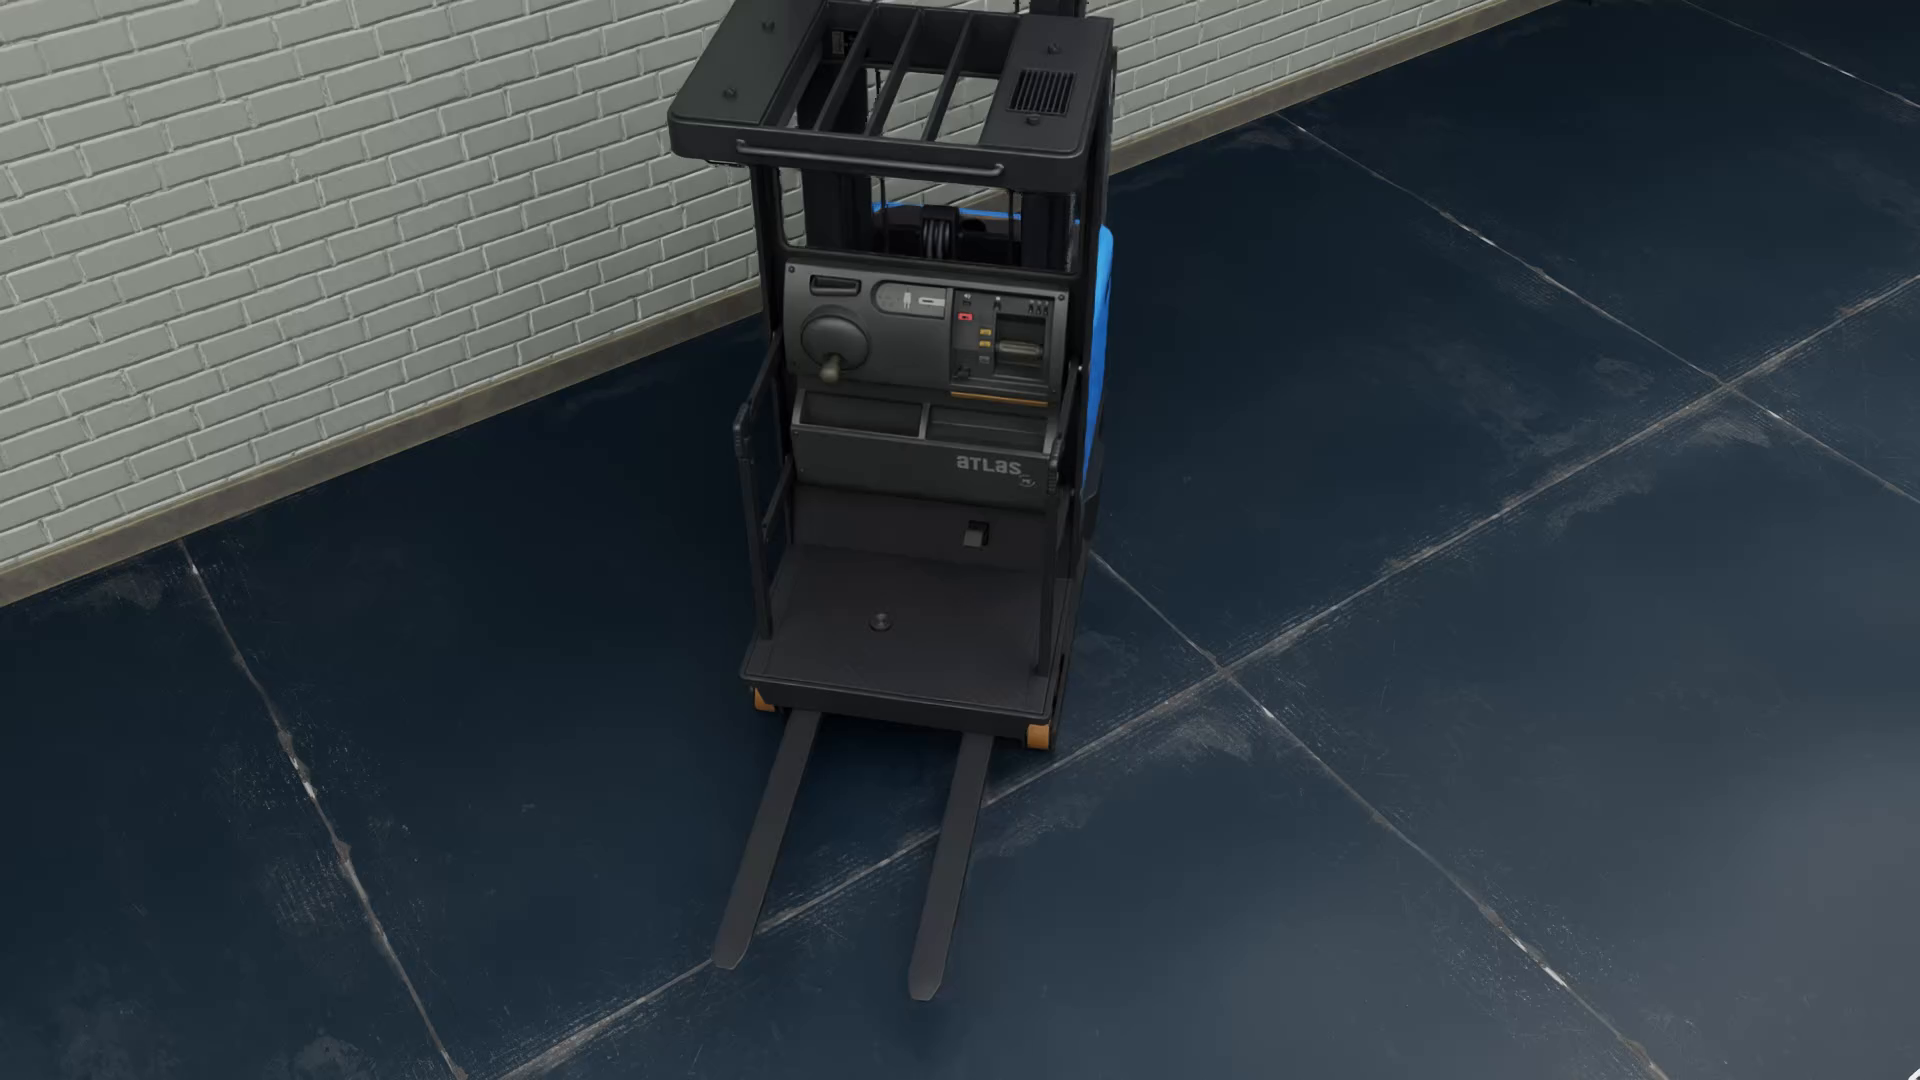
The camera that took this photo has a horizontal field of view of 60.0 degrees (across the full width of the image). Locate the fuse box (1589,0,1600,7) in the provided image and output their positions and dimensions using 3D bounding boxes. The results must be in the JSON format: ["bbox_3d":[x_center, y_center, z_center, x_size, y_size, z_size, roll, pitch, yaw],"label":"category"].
[{"bbox_3d":[3.920,-3.893,9.589,0.539,1.711,0.414,-26,49,-24],"label":"fuse box"}]

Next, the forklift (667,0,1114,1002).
[{"bbox_3d":[-0.151,-0.587,5.242,1.130,2.935,3.031,7,44,7],"label":"forklift"}]

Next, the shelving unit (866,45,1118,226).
[{"bbox_3d":[0.083,-1.297,7.014,1.048,1.500,0.538,4,43,4],"label":"shelving unit"}]

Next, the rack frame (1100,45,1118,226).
[{"bbox_3d":[0.588,-1.259,6.974,0.032,1.500,0.500,4,43,4],"label":"rack frame"}]

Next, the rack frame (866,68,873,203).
[{"bbox_3d":[-0.422,-1.334,7.053,0.032,1.500,0.500,4,43,4],"label":"rack frame"}]

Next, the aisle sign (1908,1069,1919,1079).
[{"bbox_3d":[1.068,0.722,1.939,0.394,0.787,0.004,-26,49,-24],"label":"aisle sign"}]
